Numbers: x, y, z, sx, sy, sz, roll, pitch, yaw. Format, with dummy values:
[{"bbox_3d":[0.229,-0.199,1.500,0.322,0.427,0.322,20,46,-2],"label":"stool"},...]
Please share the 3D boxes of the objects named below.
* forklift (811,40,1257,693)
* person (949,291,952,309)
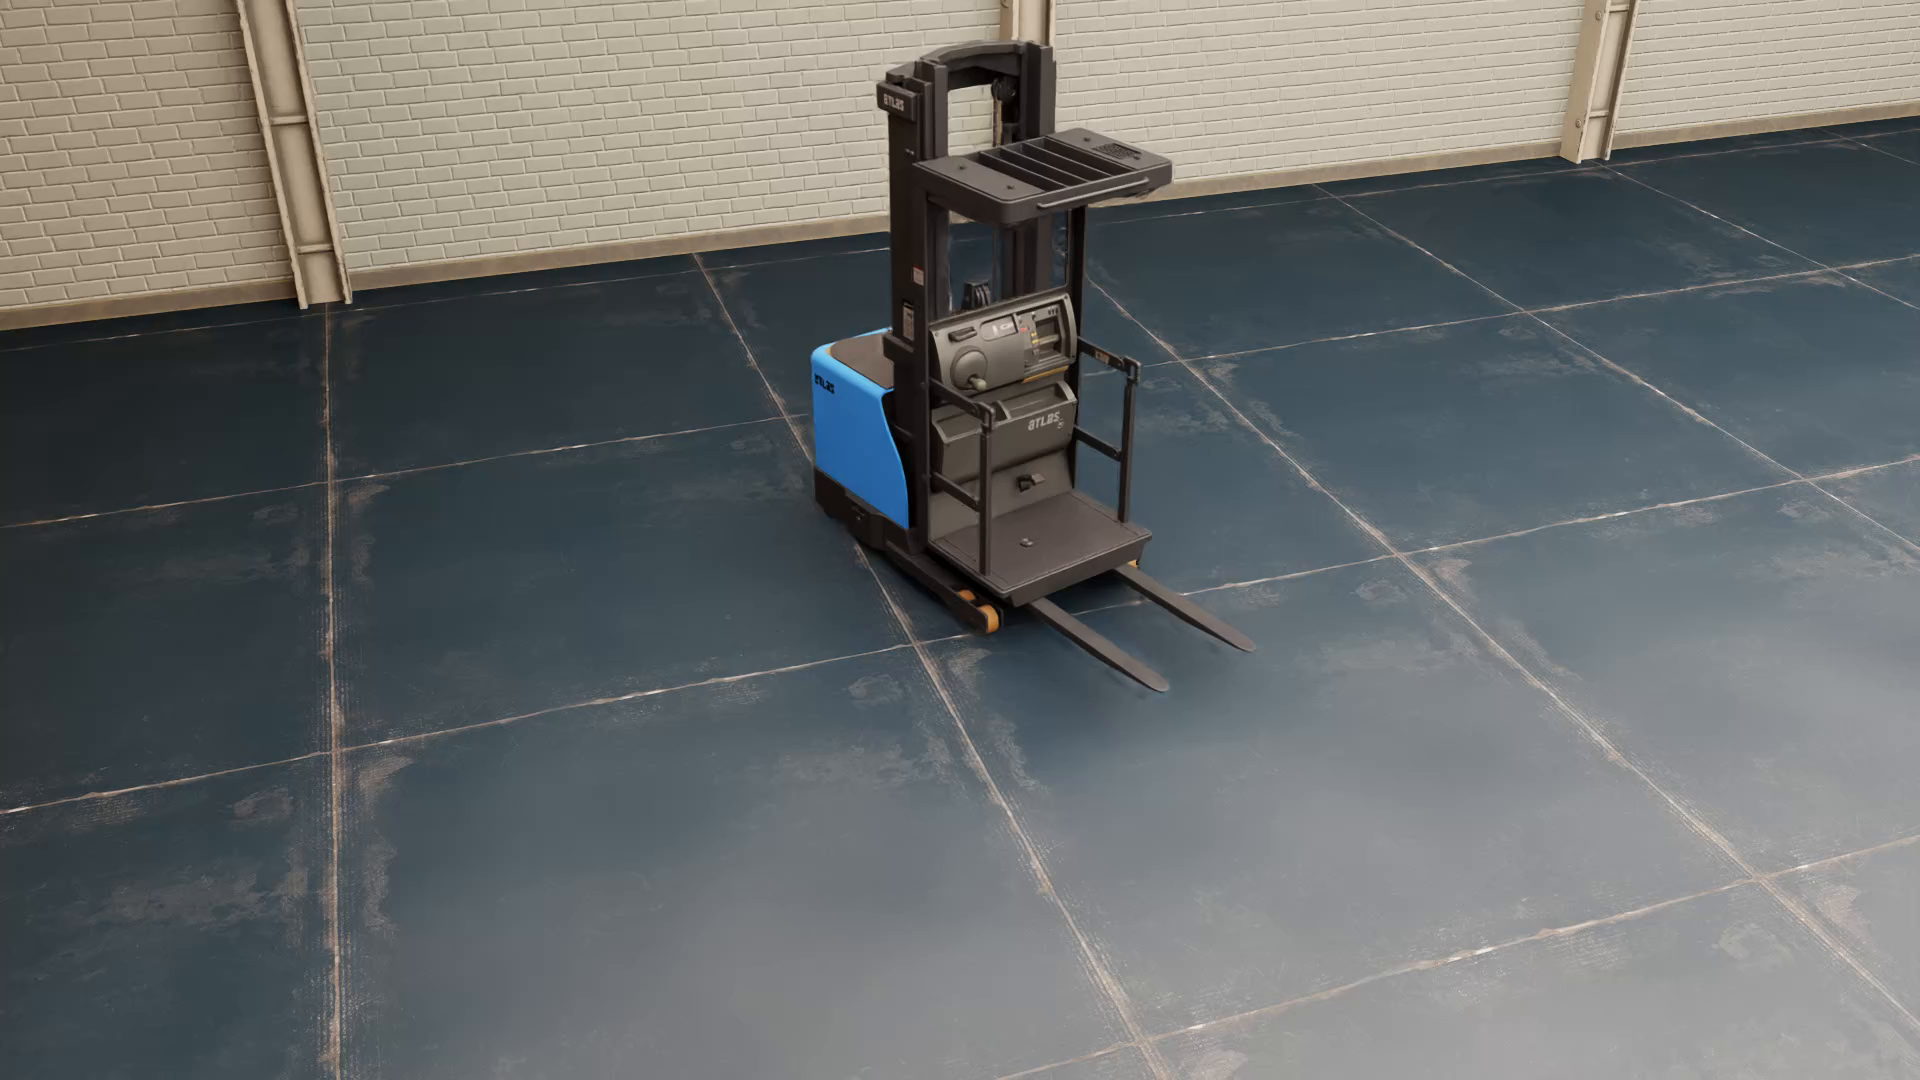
[{"bbox_3d":[0.375,-1.027,8.872,1.130,2.935,3.031,-20,36,-31],"label":"forklift"},{"bbox_3d":[-0.254,-1.668,11.203,0.513,1.523,0.796,-1,30,-2],"label":"person"}]
